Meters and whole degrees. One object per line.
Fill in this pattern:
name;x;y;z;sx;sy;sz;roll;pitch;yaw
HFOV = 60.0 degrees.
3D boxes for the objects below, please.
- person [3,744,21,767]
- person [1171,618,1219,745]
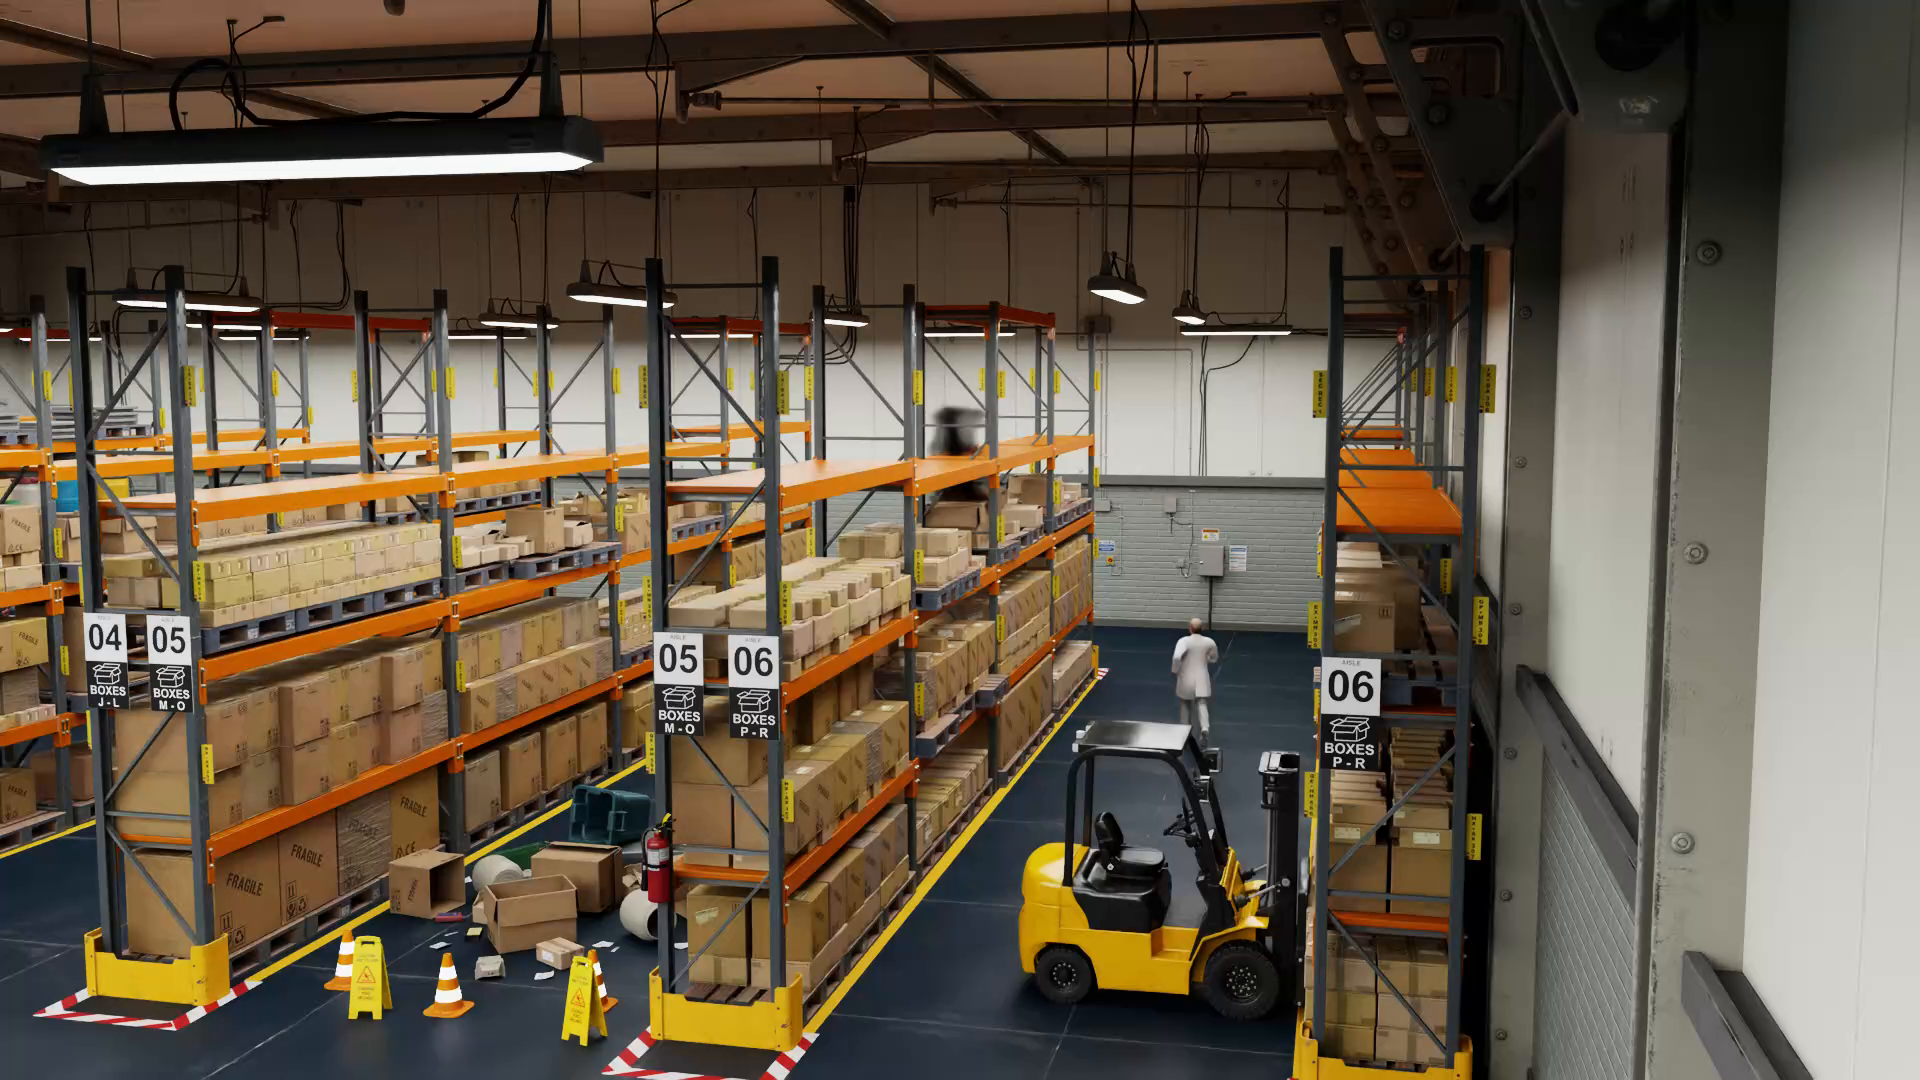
person;-12.493;2.251;21.442;0.598;1.628;0.805;-3;7;-30
person;3.237;1.941;22.948;0.690;1.750;1.063;0;6;-2
